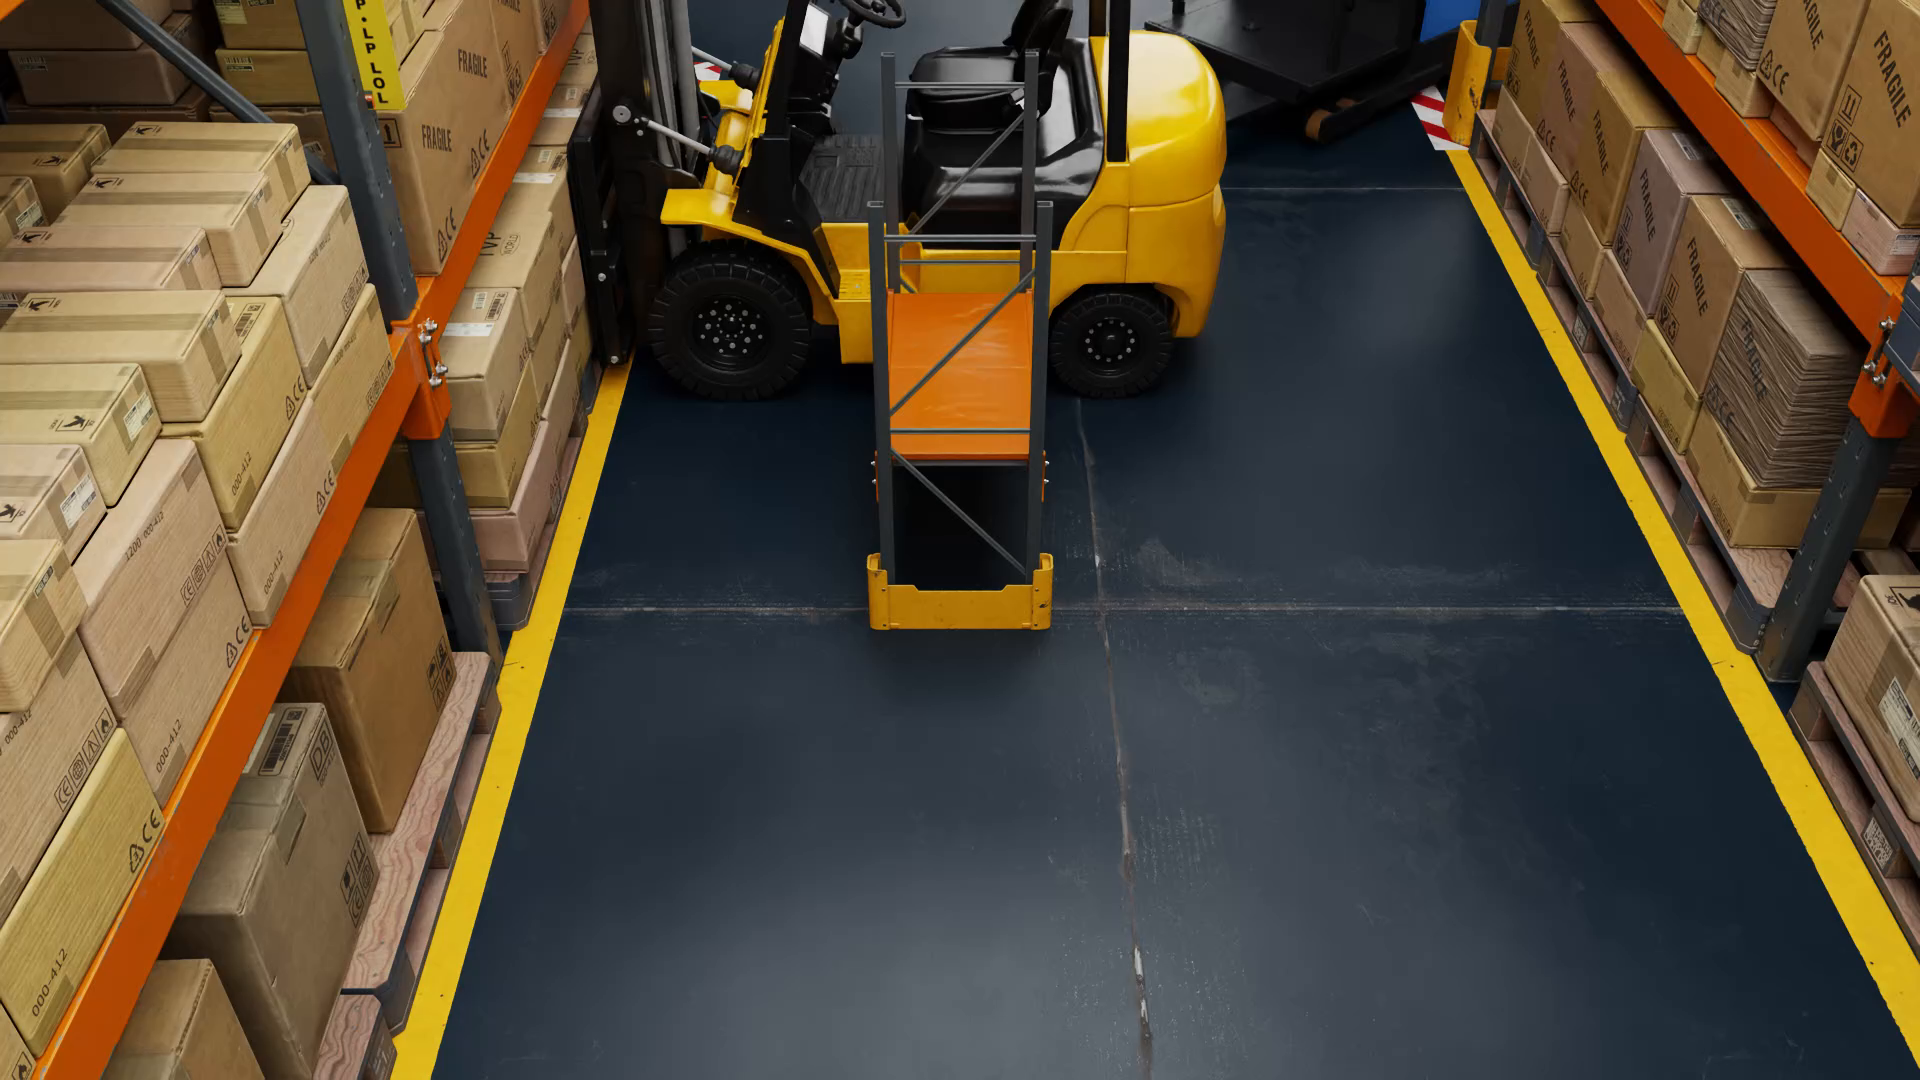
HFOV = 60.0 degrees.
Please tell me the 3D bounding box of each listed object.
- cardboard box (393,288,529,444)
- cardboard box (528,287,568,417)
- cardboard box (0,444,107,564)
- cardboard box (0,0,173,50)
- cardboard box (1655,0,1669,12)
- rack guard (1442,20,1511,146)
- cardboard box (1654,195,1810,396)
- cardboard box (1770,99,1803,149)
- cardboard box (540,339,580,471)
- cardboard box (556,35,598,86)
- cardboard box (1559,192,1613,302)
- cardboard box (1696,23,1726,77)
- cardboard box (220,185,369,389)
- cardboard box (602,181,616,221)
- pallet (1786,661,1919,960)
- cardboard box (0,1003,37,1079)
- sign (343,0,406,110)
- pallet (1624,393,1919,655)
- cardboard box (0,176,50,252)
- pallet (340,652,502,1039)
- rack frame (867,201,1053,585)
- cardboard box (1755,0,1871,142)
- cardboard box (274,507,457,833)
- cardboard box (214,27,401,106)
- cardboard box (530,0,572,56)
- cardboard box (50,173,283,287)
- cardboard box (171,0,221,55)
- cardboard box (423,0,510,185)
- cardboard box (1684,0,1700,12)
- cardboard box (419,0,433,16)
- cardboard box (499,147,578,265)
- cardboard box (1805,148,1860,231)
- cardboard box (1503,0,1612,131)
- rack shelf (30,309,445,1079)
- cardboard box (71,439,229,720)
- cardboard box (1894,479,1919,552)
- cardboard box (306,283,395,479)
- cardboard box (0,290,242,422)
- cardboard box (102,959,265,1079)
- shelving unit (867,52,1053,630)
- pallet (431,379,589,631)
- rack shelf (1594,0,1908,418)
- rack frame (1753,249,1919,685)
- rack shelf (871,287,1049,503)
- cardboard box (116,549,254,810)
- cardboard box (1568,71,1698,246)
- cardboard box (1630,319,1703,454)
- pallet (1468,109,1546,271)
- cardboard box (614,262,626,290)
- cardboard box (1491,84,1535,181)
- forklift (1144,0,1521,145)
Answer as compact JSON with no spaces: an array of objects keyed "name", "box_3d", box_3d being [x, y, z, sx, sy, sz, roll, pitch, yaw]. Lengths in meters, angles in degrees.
[{"name":"cardboard box","box_3d":[-1.632,-0.536,5.084,0.500,0.250,0.500,-1,39,-1]},{"name":"cardboard box","box_3d":[-1.639,-0.656,5.633,0.500,0.250,0.500,0,39,0]},{"name":"cardboard box","box_3d":[-1.692,-0.032,2.793,0.380,0.149,0.250,0,39,0]},{"name":"cardboard box","box_3d":[-2.248,-1.360,4.212,0.380,0.149,0.250,0,39,0]},{"name":"cardboard box","box_3d":[2.760,-1.975,6.016,0.380,0.149,0.250,-1,39,-1]},{"name":"rack guard","box_3d":[3.014,-2.237,8.141,1.175,0.500,0.348,0,39,0]},{"name":"cardboard box","box_3d":[2.747,-0.830,5.650,0.500,0.500,0.500,1,39,1]},{"name":"cardboard box","box_3d":[2.798,-1.336,5.219,0.380,0.149,0.250,-1,39,-1]},{"name":"cardboard box","box_3d":[-1.630,-0.464,5.793,0.500,0.250,0.500,-1,39,-1]},{"name":"cardboard box","box_3d":[-1.620,-1.812,6.676,0.500,0.250,0.500,0,39,1]},{"name":"cardboard box","box_3d":[2.745,-1.186,6.694,0.500,0.250,0.500,2,39,3]},{"name":"cardboard box","box_3d":[2.739,-1.656,5.619,0.380,0.149,0.250,-1,39,-1]},{"name":"cardboard box","box_3d":[-1.689,-0.582,3.798,0.500,0.250,0.500,-1,39,-1]},{"name":"cardboard box","box_3d":[-1.628,-1.286,6.420,0.500,0.250,0.500,0,39,0]},{"name":"pallet","box_3d":[3.021,0.817,4.562,1.003,0.211,1.213,0,39,0]},{"name":"cardboard box","box_3d":[-1.700,0.893,2.357,0.500,0.250,0.500,-1,39,-2]},{"name":"sign","box_3d":[-1.402,-1.180,3.961,0.100,0.325,0.005,0,39,0]},{"name":"pallet","box_3d":[2.983,-0.090,5.694,1.003,0.211,1.213,0,39,0]},{"name":"cardboard box","box_3d":[-2.211,-0.657,3.572,0.380,0.149,0.250,-1,39,-2]},{"name":"pallet","box_3d":[-1.905,0.796,4.587,1.003,0.211,1.213,0,39,0]},{"name":"rack frame","box_3d":[0.000,-0.321,4.951,0.500,1.500,0.032,0,39,0]},{"name":"cardboard box","box_3d":[2.762,-1.513,4.922,0.500,0.500,0.500,1,39,1]},{"name":"cardboard box","box_3d":[-1.933,0.337,4.494,0.875,0.625,0.625,2,39,2]},{"name":"cardboard box","box_3d":[-1.682,-1.244,4.305,0.380,0.149,0.250,-1,39,-1]},{"name":"cardboard box","box_3d":[-1.683,-2.026,5.800,0.500,0.500,0.500,0,39,0]},{"name":"cardboard box","box_3d":[-1.704,-0.670,3.588,0.380,0.149,0.250,-1,39,-1]},{"name":"cardboard box","box_3d":[-2.237,-1.402,4.502,0.380,0.149,0.250,-1,39,-1]},{"name":"cardboard box","box_3d":[-1.702,-1.395,5.012,0.500,0.500,0.500,1,39,1]},{"name":"cardboard box","box_3d":[2.752,-2.158,5.726,0.500,0.500,0.500,-1,39,-1]},{"name":"cardboard box","box_3d":[-1.712,-1.569,4.710,0.380,0.149,0.250,0,39,0]},{"name":"cardboard box","box_3d":[-1.634,-1.167,5.871,0.500,0.250,0.500,1,39,1]},{"name":"cardboard box","box_3d":[2.706,-1.017,4.821,0.380,0.149,0.250,1,39,1]},{"name":"cardboard box","box_3d":[2.739,-2.124,7.265,0.500,0.500,0.500,-1,39,-2]},{"name":"rack shelf","box_3d":[-1.943,0.779,2.955,1.077,0.370,4.000,0,39,0]},{"name":"cardboard box","box_3d":[-1.686,0.059,2.997,0.500,0.250,0.500,1,39,1]},{"name":"cardboard box","box_3d":[3.288,-0.218,5.487,0.500,0.250,0.500,-2,39,-2]},{"name":"cardboard box","box_3d":[-1.683,-0.379,3.944,0.500,0.250,0.500,1,39,1]},{"name":"cardboard box","box_3d":[-1.624,-0.352,3.192,0.380,0.149,0.250,-1,39,-1]},{"name":"cardboard box","box_3d":[-1.937,1.292,3.302,0.875,0.625,0.625,-2,39,-2]},{"name":"shelving unit","box_3d":[0.000,-0.633,5.340,0.587,1.500,1.083,0,39,0]},{"name":"pallet","box_3d":[-1.904,-0.162,5.783,1.003,0.211,1.213,0,39,0]},{"name":"rack shelf","box_3d":[3.016,-1.728,6.083,1.077,0.370,4.000,0,39,0]},{"name":"rack frame","box_3d":[3.019,-0.758,4.298,1.000,3.000,0.127,0,39,0]},{"name":"rack shelf","box_3d":[0.000,-0.498,5.460,0.538,0.185,1.000,0,39,0]},{"name":"cardboard box","box_3d":[-1.707,0.246,3.164,0.500,0.250,0.500,0,39,0]},{"name":"cardboard box","box_3d":[2.736,-1.483,6.465,0.500,0.500,0.500,1,39,1]},{"name":"cardboard box","box_3d":[2.739,-0.552,5.903,0.500,0.250,0.500,-1,39,-1]},{"name":"pallet","box_3d":[2.980,-1.616,7.598,1.003,0.211,1.213,0,39,0]},{"name":"cardboard box","box_3d":[-1.627,-1.102,6.590,0.500,0.250,0.500,1,39,1]},{"name":"cardboard box","box_3d":[2.738,-1.846,7.518,0.500,0.250,0.500,0,39,0]},{"name":"forklift","box_3d":[1.649,-3.457,7.719,3.031,2.935,1.130,-29,47,-31]}]
